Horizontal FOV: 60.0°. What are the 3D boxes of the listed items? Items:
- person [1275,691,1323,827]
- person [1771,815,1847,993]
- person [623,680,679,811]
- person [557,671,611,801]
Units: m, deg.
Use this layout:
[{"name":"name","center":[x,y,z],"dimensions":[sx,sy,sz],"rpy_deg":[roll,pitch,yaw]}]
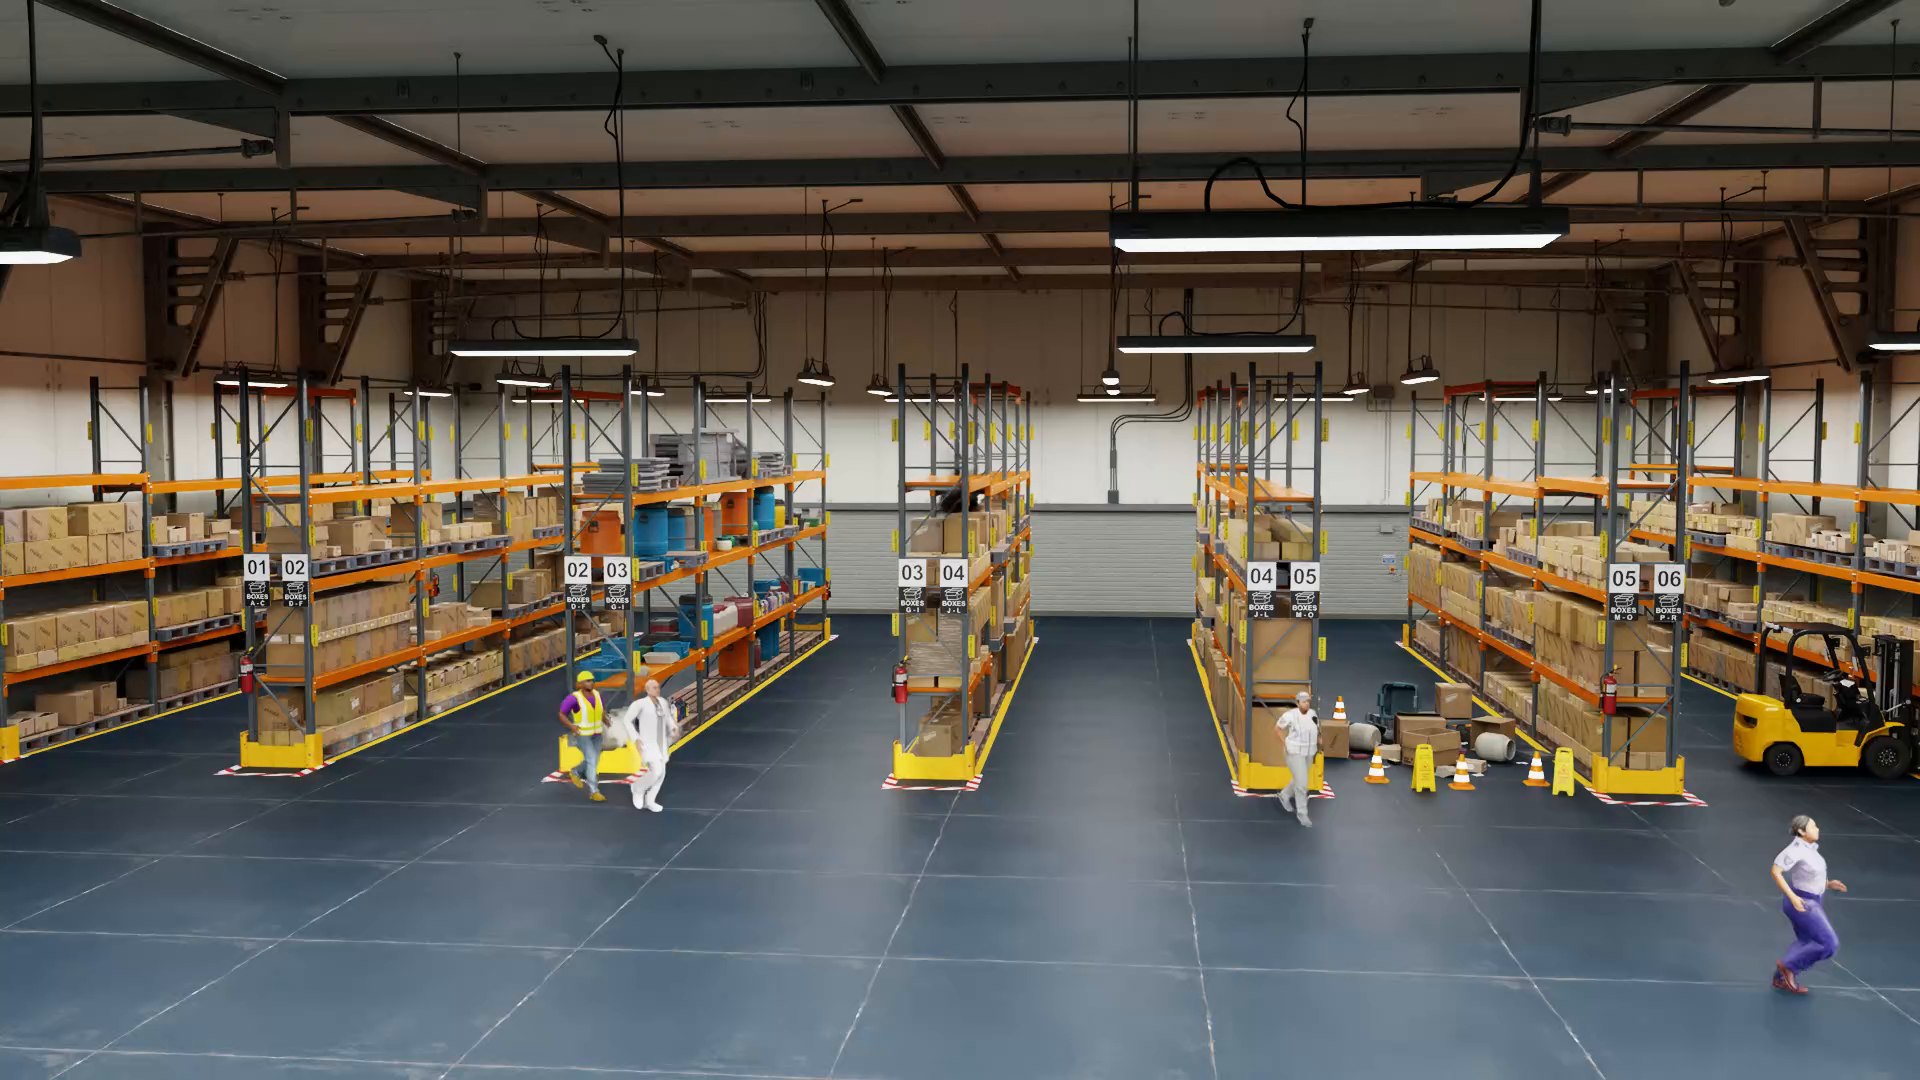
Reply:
[{"name":"person","center":[4.392,2.790,21.535],"dimensions":[0.602,1.704,0.795],"rpy_deg":[-2,4,-28]},{"name":"person","center":[7.535,3.245,14.754],"dimensions":[0.574,1.606,0.593],"rpy_deg":[3,4,35]},{"name":"person","center":[-4.050,2.718,22.027],"dimensions":[0.629,1.747,0.723],"rpy_deg":[3,4,35]},{"name":"person","center":[-5.133,2.655,22.761],"dimensions":[0.838,1.747,0.719],"rpy_deg":[3,5,38]}]
